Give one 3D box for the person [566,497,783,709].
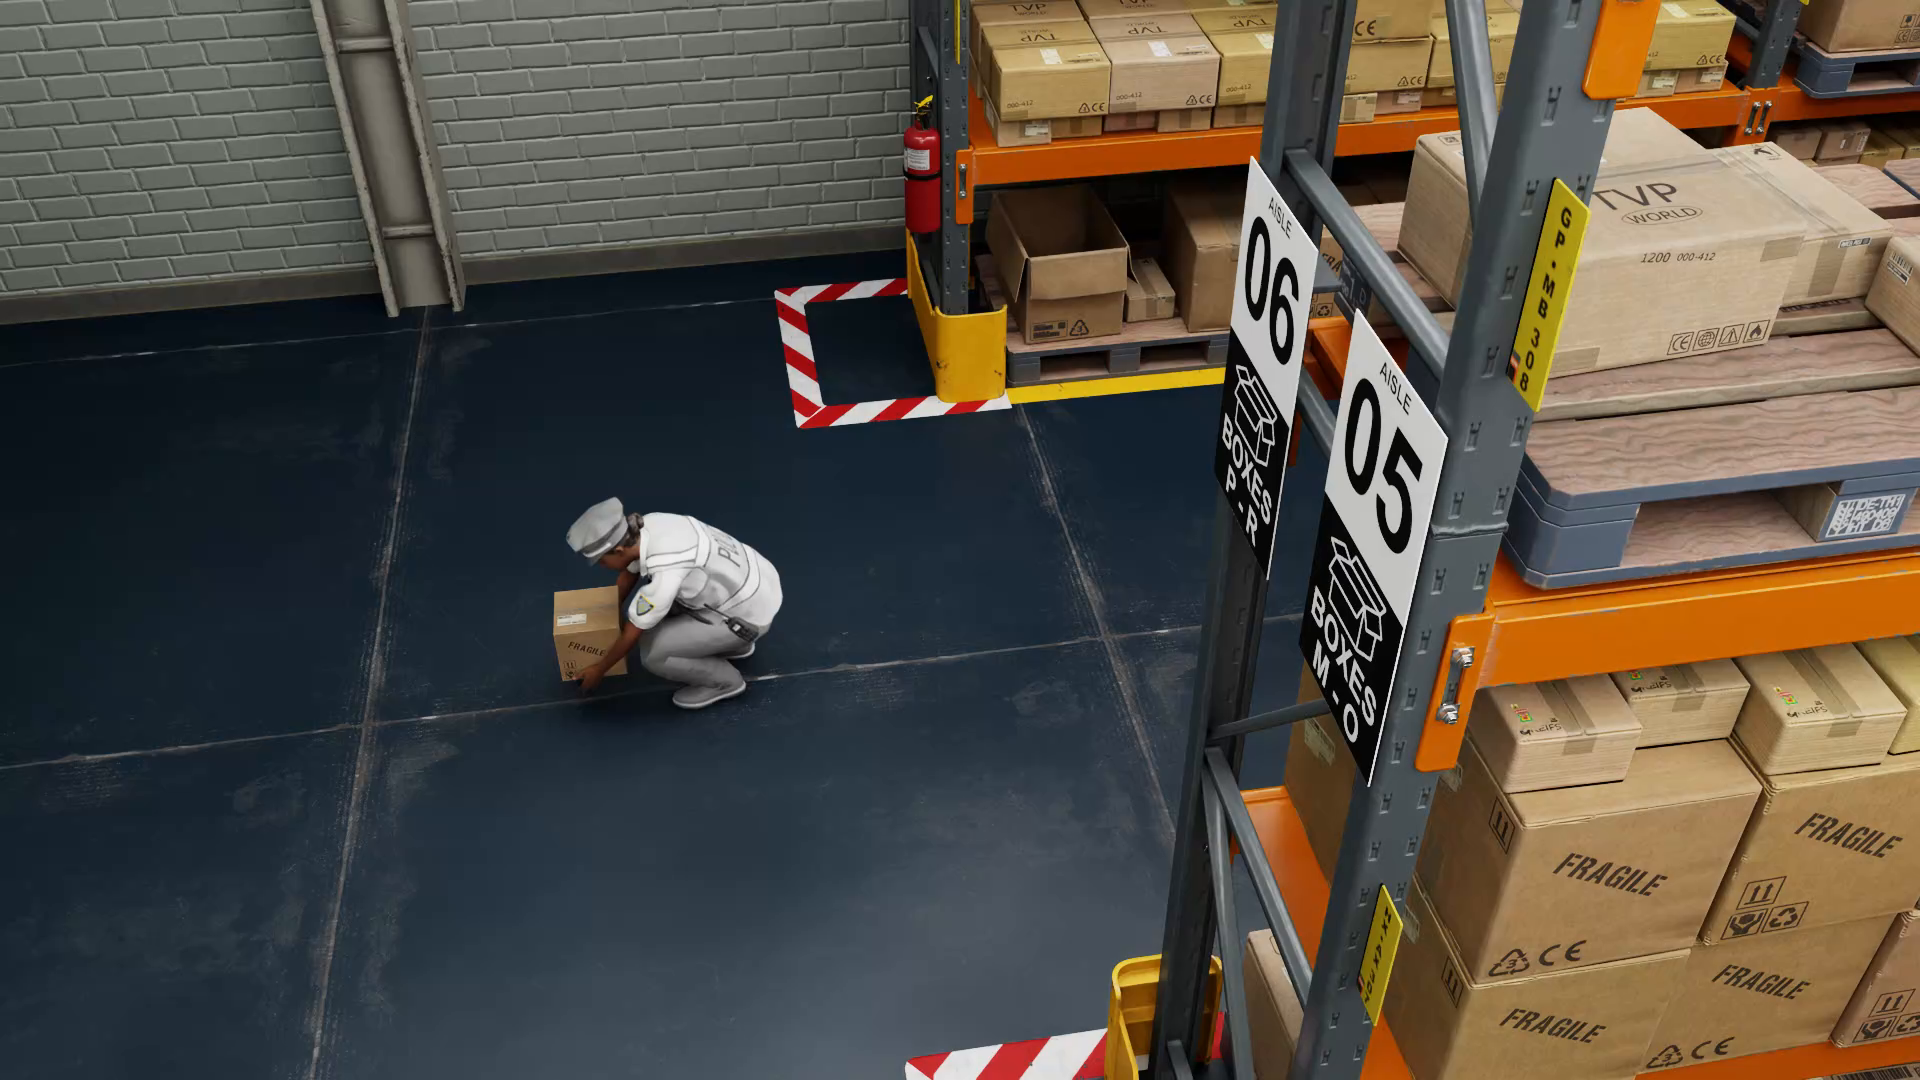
[{"bbox_3d":[-1.118,0.206,6.471,0.840,0.961,0.485,-7,39,-8],"label":"person"}]
